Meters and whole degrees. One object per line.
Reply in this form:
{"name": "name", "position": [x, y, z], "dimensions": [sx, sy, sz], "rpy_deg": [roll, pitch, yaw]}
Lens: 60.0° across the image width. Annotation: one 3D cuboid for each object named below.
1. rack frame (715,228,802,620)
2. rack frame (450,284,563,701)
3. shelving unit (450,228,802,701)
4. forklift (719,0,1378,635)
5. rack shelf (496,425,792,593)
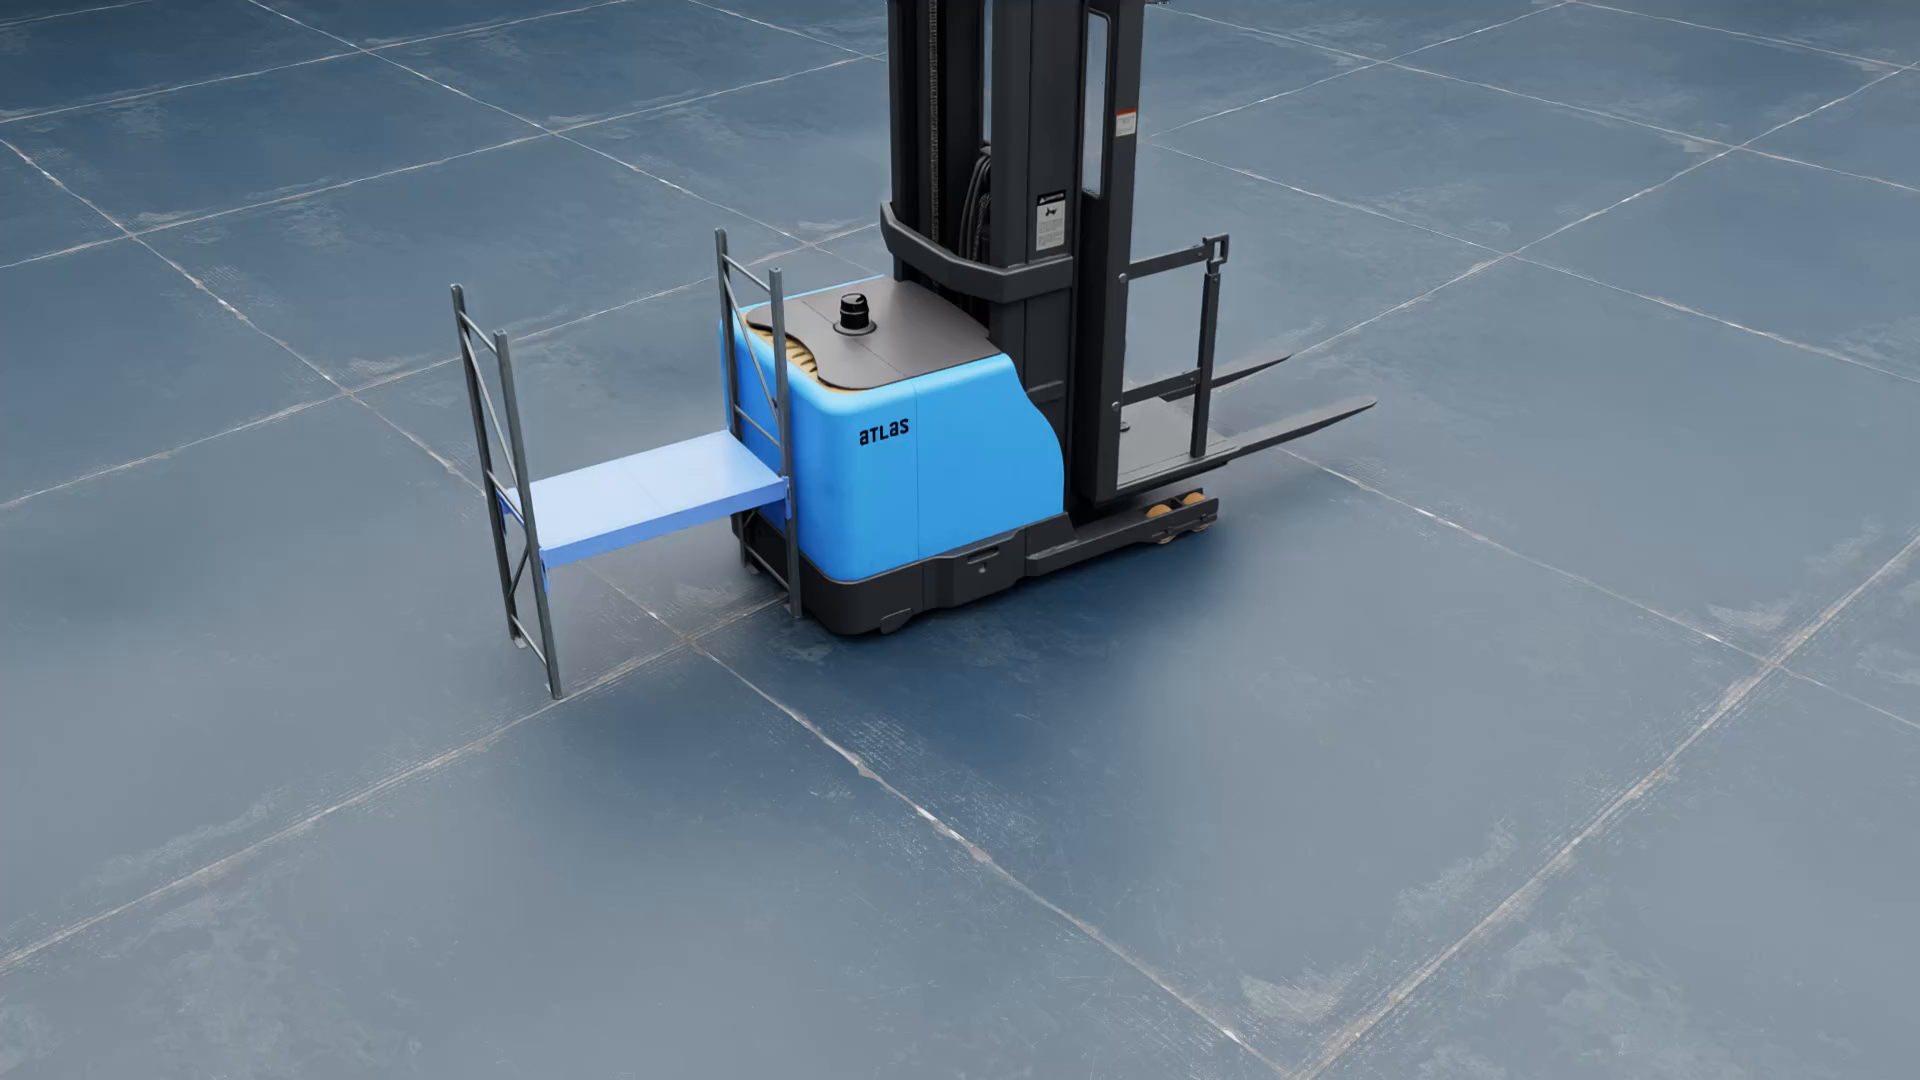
{"name": "rack frame", "position": [-0.785, -0.432, 6.519], "dimensions": [0.032, 1.500, 0.500], "rpy_deg": [-18, 36, -27]}
{"name": "rack frame", "position": [-1.645, -0.149, 6.056], "dimensions": [0.032, 1.500, 0.500], "rpy_deg": [-18, 36, -27]}
{"name": "shelving unit", "position": [-1.215, -0.291, 6.288], "dimensions": [1.048, 1.500, 0.538], "rpy_deg": [-18, 36, -27]}
{"name": "forklift", "position": [0.534, -1.449, 6.811], "dimensions": [3.031, 2.935, 1.130], "rpy_deg": [-18, 36, -27]}
{"name": "rack shelf", "position": [-1.215, -0.137, 6.381], "dimensions": [1.000, 0.185, 0.538], "rpy_deg": [-18, 36, -27]}
